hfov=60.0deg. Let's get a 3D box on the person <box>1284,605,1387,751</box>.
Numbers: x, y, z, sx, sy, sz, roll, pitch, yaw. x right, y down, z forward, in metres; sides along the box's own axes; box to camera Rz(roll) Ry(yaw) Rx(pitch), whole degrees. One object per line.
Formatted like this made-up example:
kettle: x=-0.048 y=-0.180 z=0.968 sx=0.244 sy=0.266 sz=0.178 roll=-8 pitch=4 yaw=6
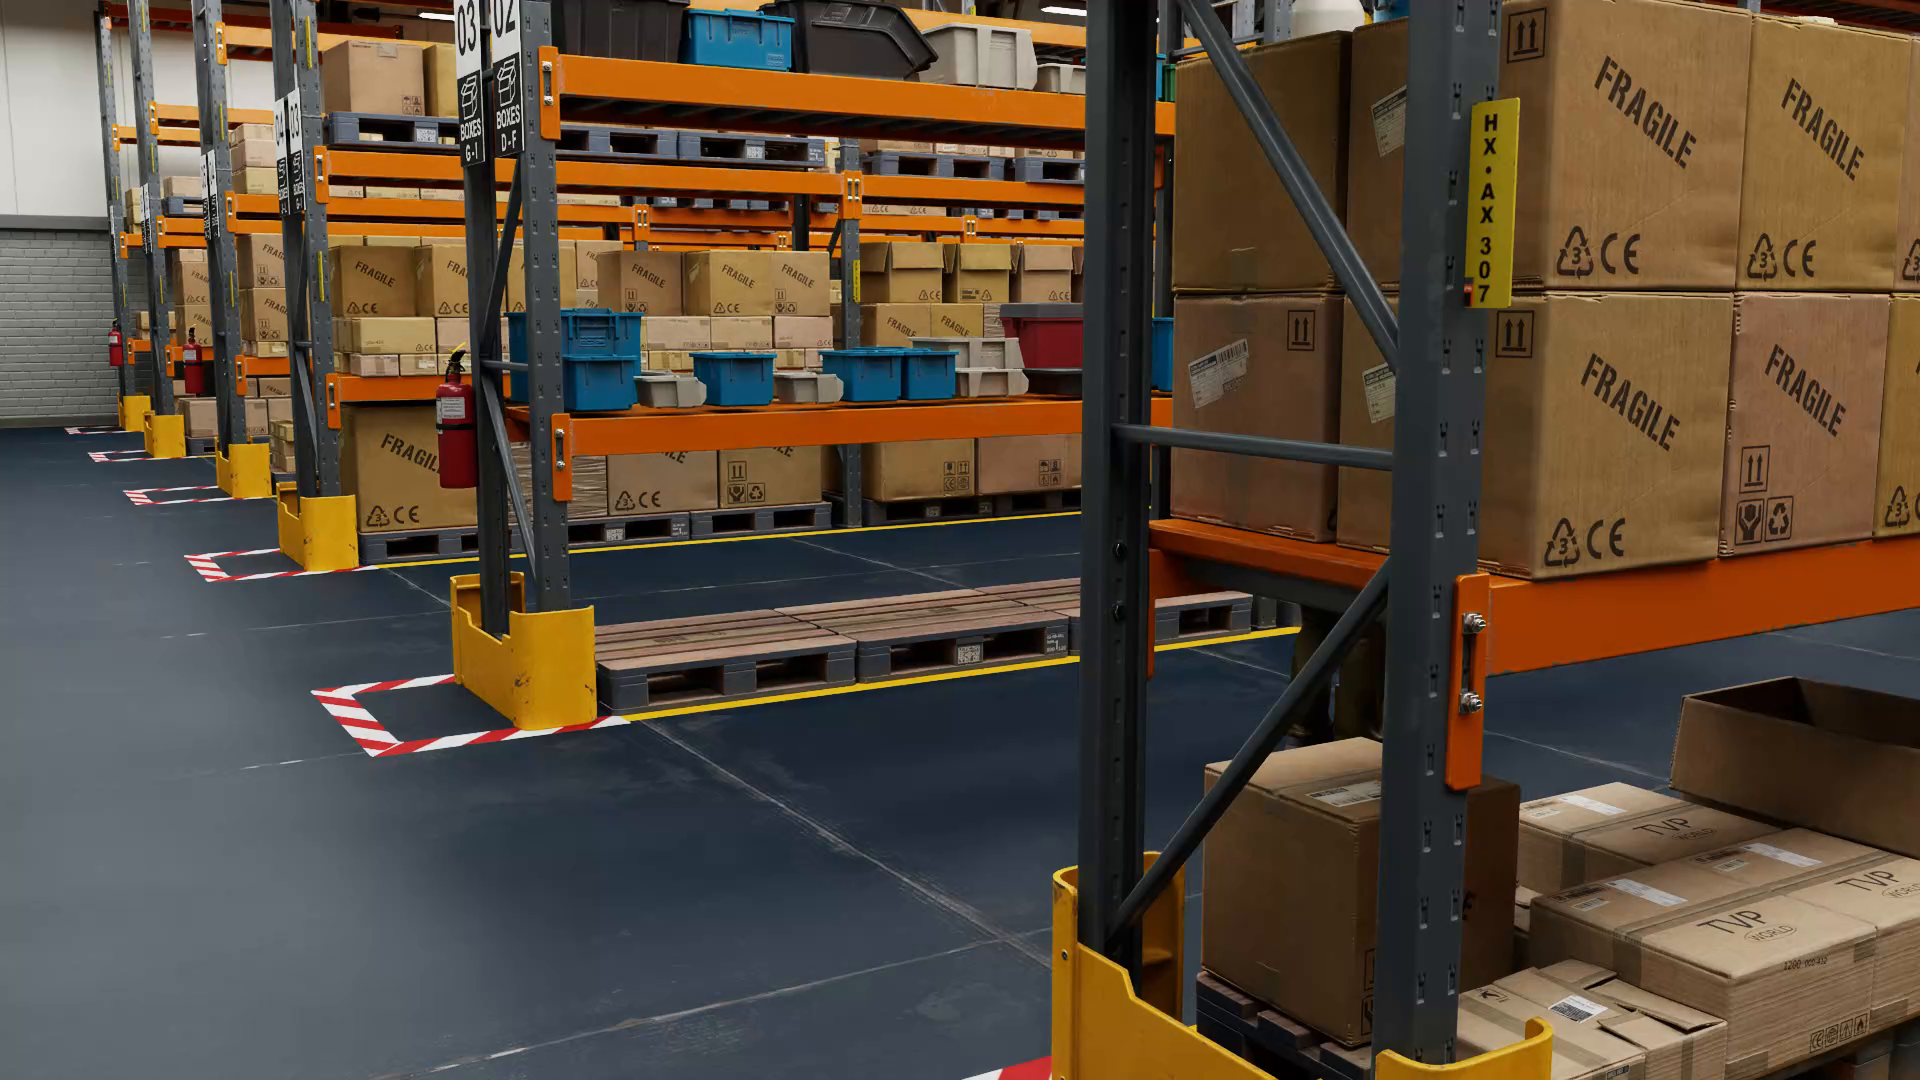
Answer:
person: x=1.486 y=-0.018 z=6.499 sx=0.417 sy=1.774 sz=0.652 roll=-5 pitch=9 yaw=-32
